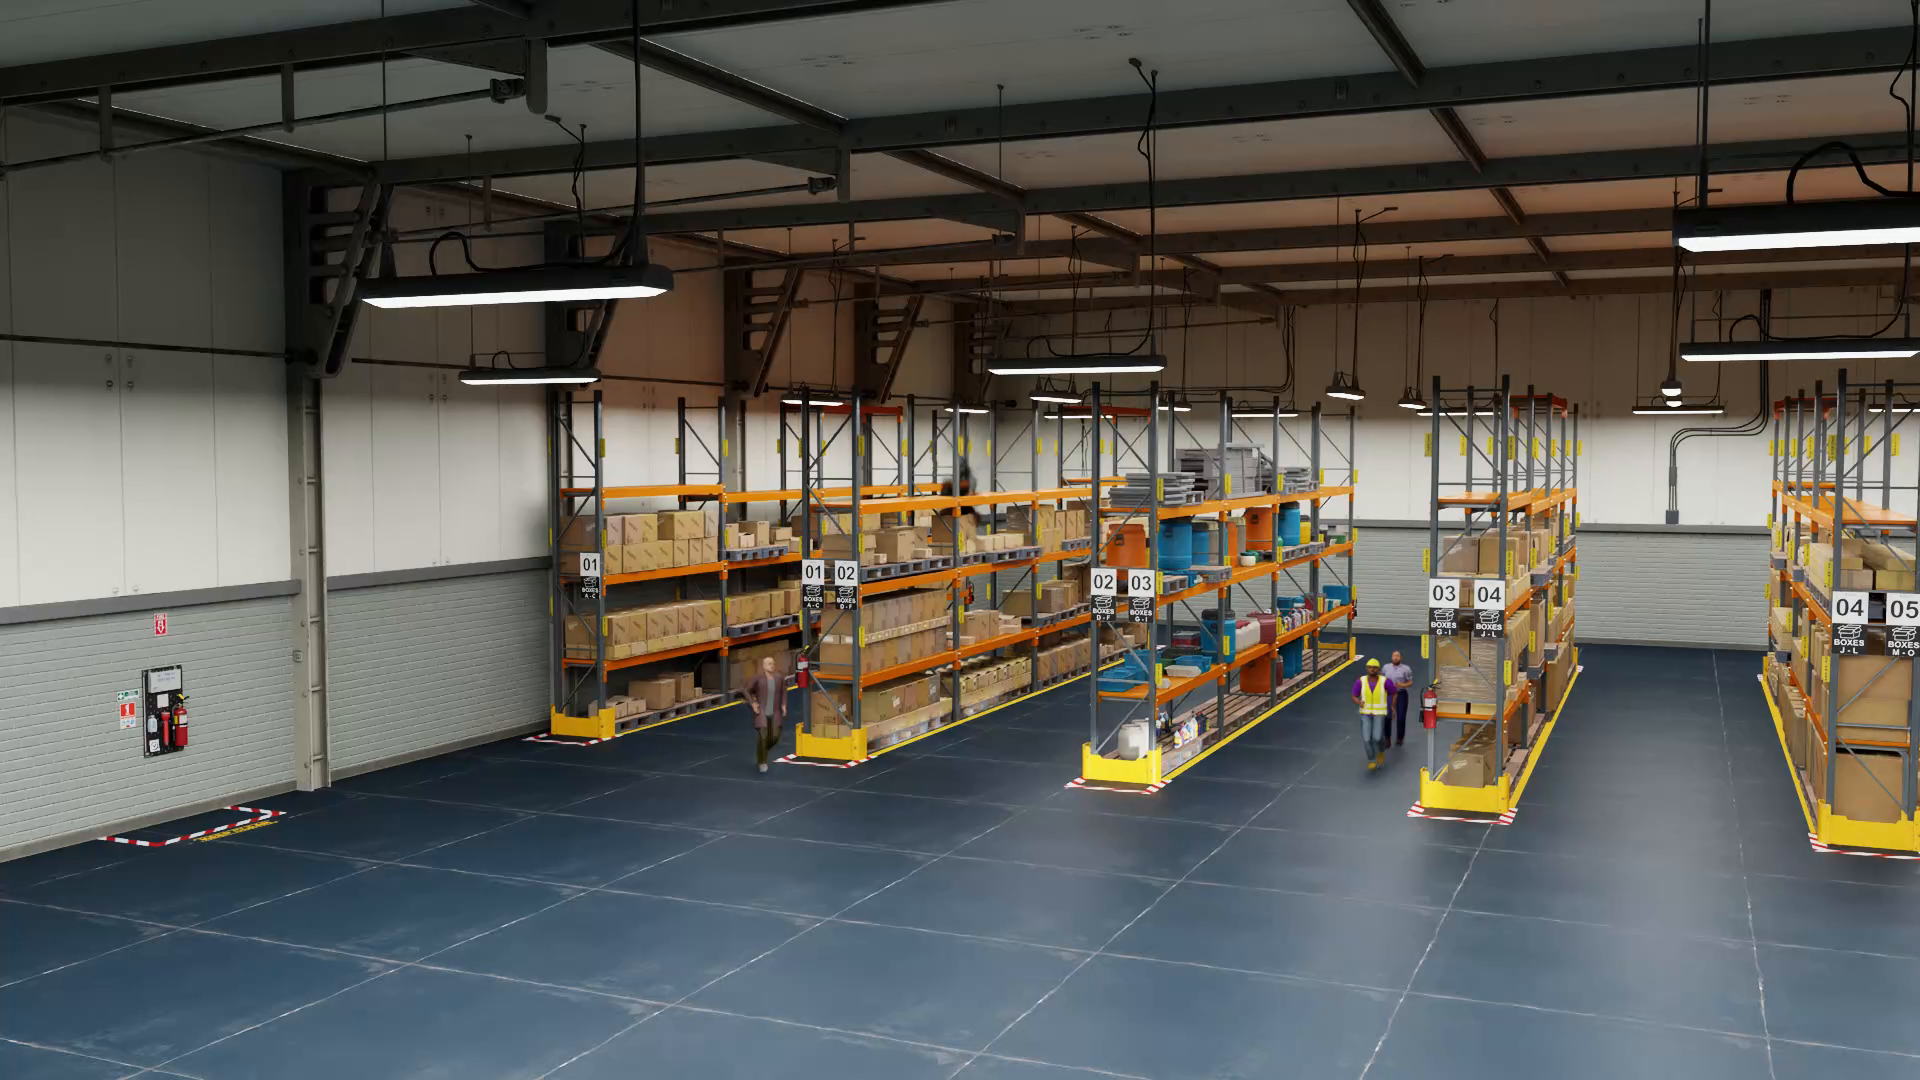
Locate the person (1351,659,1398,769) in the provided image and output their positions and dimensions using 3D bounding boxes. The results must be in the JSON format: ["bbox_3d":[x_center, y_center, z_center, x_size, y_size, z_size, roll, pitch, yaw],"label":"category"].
[{"bbox_3d":[6.414,2.708,25.819,0.691,1.724,0.586,1,3,22],"label":"person"}]

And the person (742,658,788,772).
[{"bbox_3d":[-3.013,2.713,25.959,0.749,1.749,0.574,-1,3,-23],"label":"person"}]

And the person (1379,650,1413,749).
[{"bbox_3d":[7.254,2.655,27.720,0.581,1.655,0.670,1,3,20],"label":"person"}]
